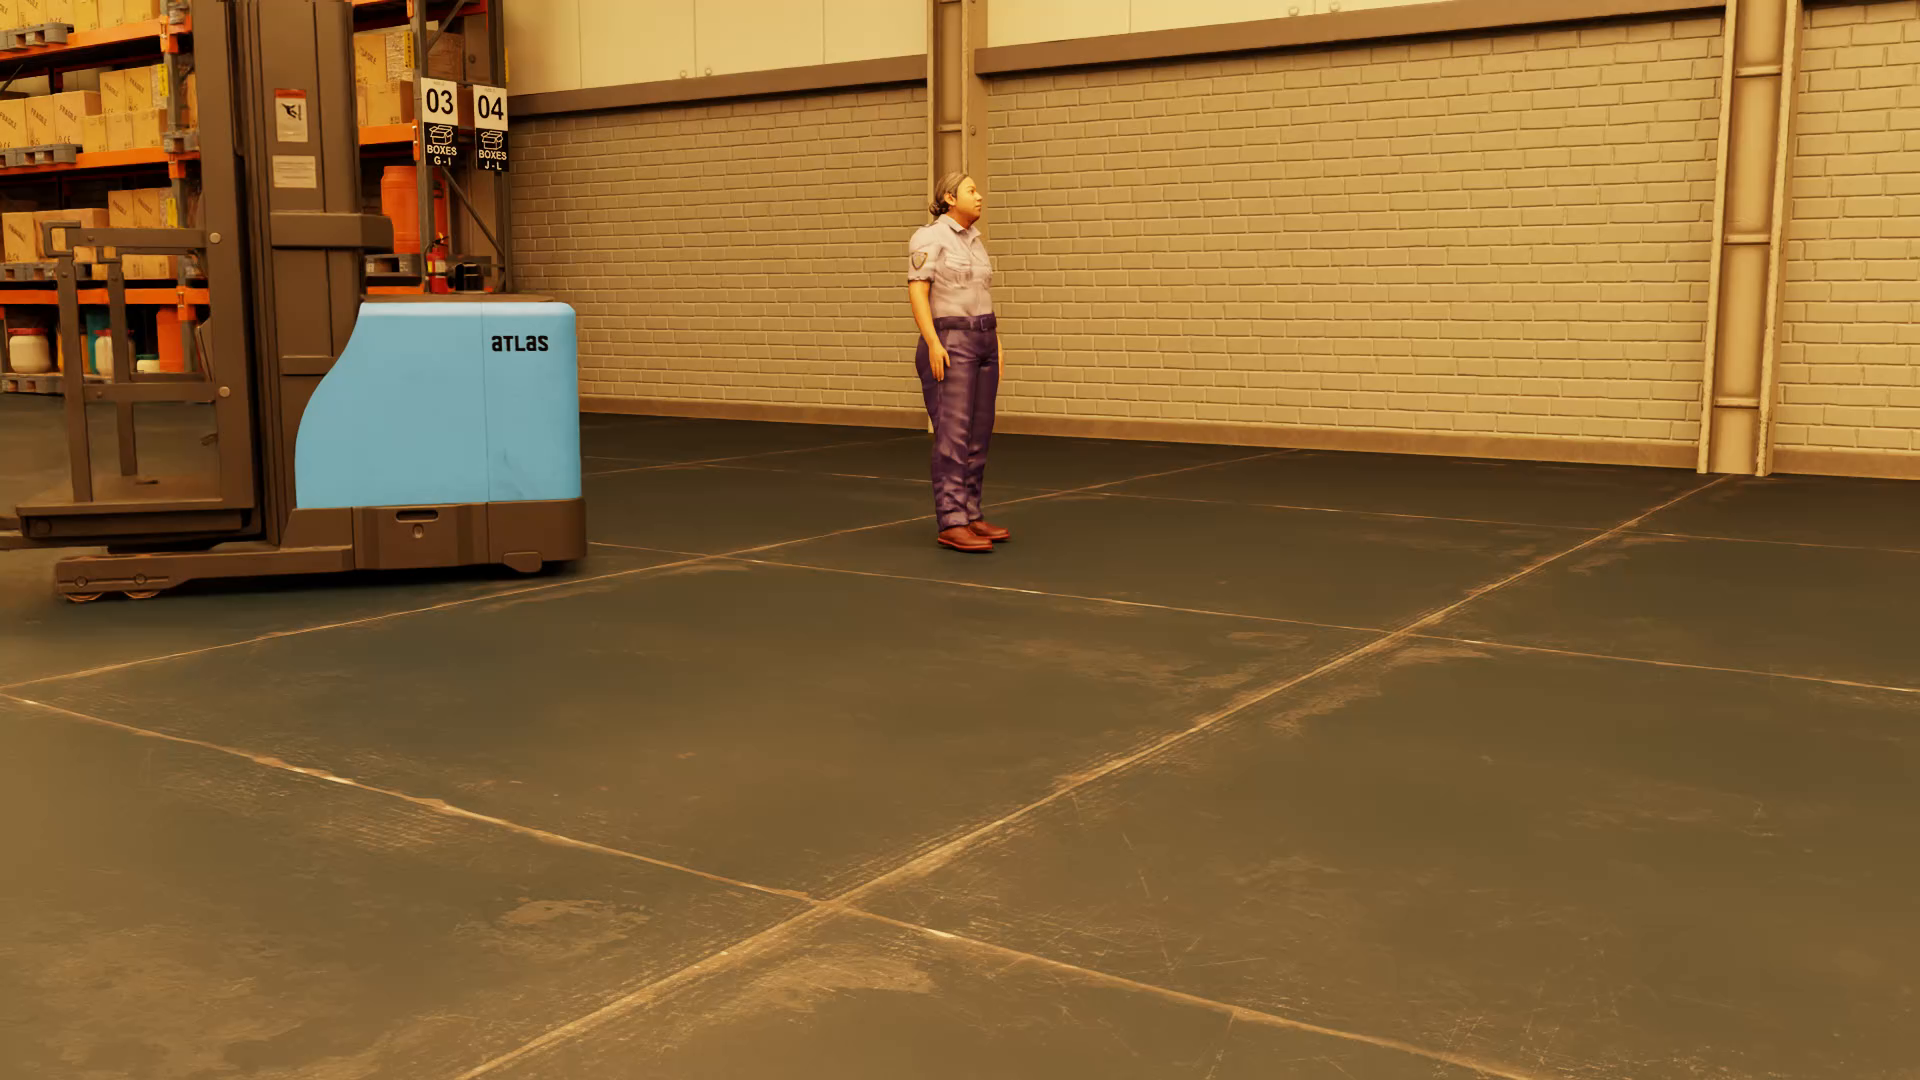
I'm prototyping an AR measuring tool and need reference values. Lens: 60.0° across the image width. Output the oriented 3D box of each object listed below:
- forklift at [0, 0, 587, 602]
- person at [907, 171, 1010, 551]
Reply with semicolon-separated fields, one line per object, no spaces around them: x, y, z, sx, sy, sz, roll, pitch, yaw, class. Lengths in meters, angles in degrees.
-3.064;-1.309;6.396;3.031;2.935;1.130;-3;8;-17;forklift
0.062;-0.813;7.418;0.502;1.651;0.598;5;10;34;person
